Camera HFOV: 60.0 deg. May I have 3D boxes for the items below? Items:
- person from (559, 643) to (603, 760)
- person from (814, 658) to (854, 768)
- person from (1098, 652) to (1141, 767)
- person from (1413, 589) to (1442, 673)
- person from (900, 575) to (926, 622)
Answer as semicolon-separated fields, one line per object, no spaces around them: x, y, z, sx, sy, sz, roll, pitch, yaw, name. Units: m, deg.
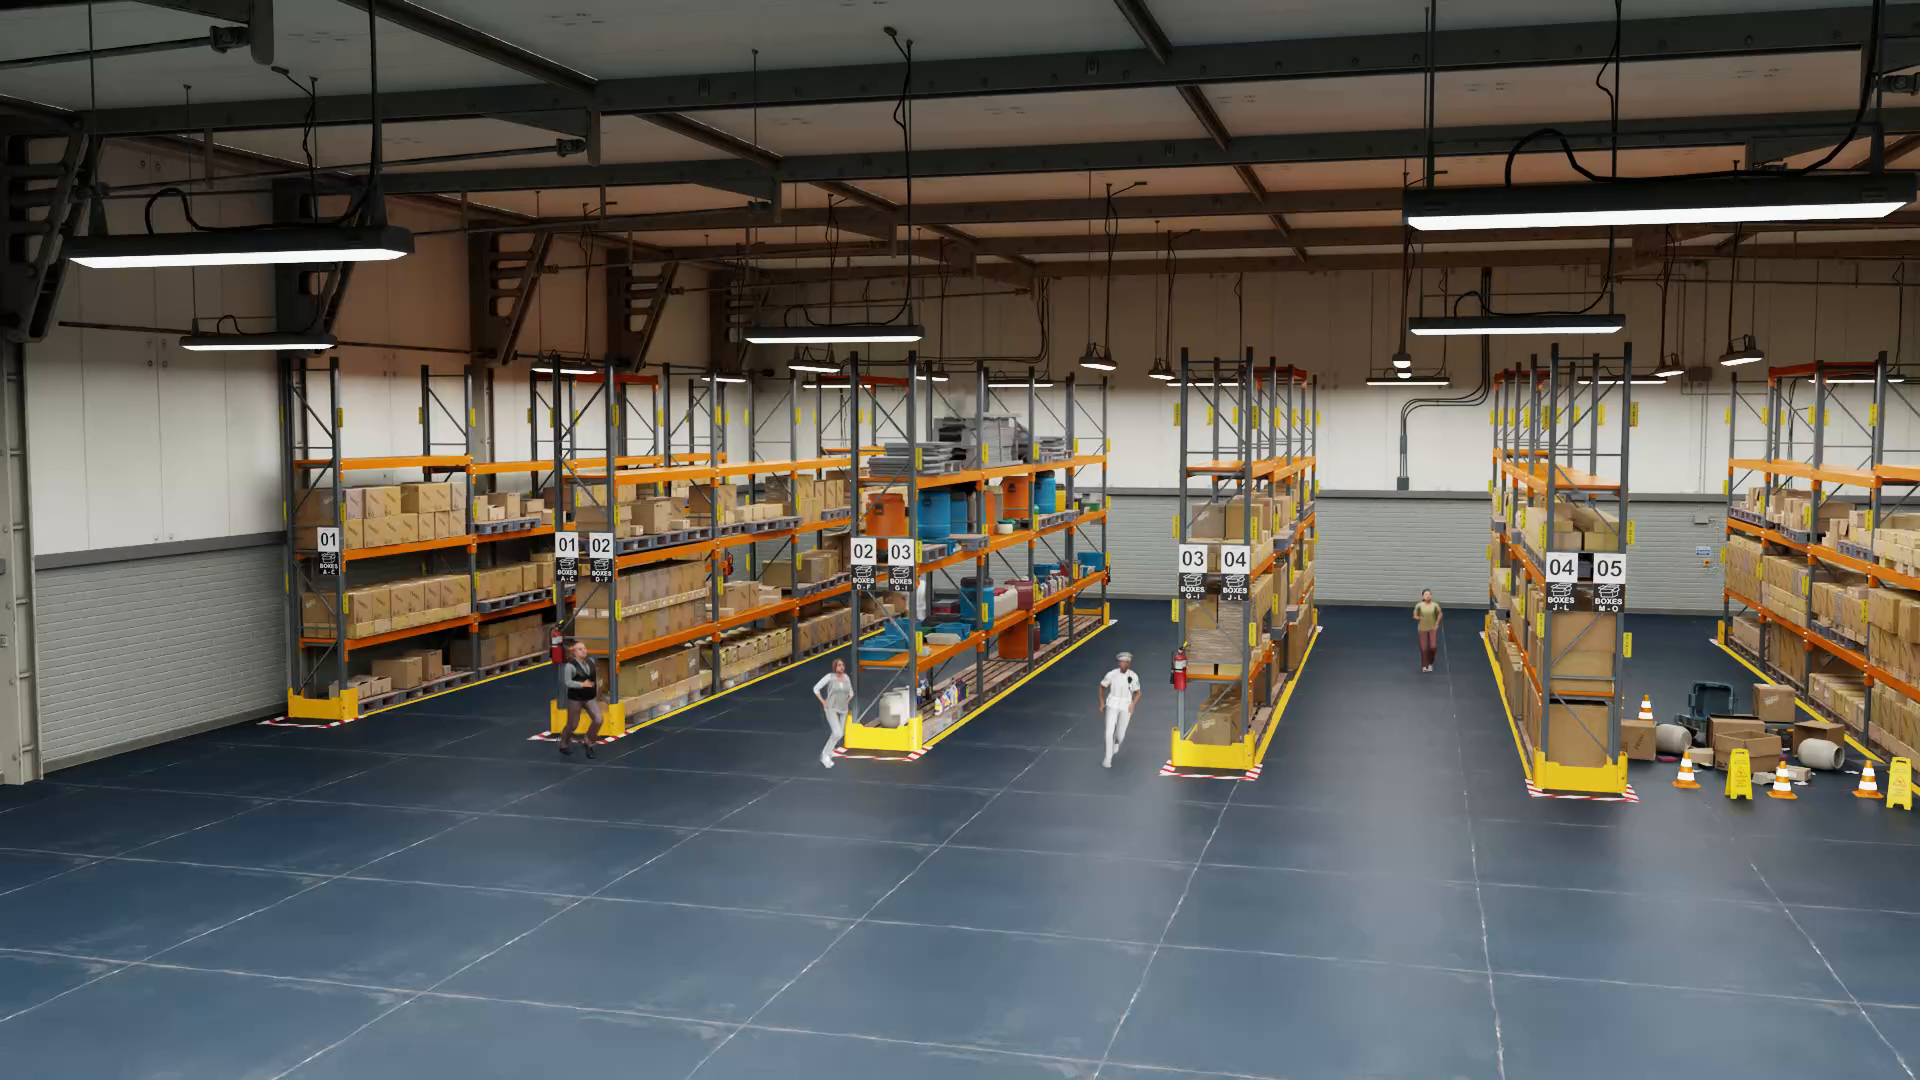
-5.531;2.356;24.364;0.666;1.730;0.865;-4;6;-43;person
-1.761;2.466;23.762;0.567;1.563;0.546;-3;5;-35;person
2.309;2.436;24.072;0.613;1.659;0.588;0;4;6;person
9.155;1.788;32.548;0.564;1.641;0.583;1;4;11;person
-0.950;1.518;35.309;0.618;1.833;0.853;0;4;7;person
